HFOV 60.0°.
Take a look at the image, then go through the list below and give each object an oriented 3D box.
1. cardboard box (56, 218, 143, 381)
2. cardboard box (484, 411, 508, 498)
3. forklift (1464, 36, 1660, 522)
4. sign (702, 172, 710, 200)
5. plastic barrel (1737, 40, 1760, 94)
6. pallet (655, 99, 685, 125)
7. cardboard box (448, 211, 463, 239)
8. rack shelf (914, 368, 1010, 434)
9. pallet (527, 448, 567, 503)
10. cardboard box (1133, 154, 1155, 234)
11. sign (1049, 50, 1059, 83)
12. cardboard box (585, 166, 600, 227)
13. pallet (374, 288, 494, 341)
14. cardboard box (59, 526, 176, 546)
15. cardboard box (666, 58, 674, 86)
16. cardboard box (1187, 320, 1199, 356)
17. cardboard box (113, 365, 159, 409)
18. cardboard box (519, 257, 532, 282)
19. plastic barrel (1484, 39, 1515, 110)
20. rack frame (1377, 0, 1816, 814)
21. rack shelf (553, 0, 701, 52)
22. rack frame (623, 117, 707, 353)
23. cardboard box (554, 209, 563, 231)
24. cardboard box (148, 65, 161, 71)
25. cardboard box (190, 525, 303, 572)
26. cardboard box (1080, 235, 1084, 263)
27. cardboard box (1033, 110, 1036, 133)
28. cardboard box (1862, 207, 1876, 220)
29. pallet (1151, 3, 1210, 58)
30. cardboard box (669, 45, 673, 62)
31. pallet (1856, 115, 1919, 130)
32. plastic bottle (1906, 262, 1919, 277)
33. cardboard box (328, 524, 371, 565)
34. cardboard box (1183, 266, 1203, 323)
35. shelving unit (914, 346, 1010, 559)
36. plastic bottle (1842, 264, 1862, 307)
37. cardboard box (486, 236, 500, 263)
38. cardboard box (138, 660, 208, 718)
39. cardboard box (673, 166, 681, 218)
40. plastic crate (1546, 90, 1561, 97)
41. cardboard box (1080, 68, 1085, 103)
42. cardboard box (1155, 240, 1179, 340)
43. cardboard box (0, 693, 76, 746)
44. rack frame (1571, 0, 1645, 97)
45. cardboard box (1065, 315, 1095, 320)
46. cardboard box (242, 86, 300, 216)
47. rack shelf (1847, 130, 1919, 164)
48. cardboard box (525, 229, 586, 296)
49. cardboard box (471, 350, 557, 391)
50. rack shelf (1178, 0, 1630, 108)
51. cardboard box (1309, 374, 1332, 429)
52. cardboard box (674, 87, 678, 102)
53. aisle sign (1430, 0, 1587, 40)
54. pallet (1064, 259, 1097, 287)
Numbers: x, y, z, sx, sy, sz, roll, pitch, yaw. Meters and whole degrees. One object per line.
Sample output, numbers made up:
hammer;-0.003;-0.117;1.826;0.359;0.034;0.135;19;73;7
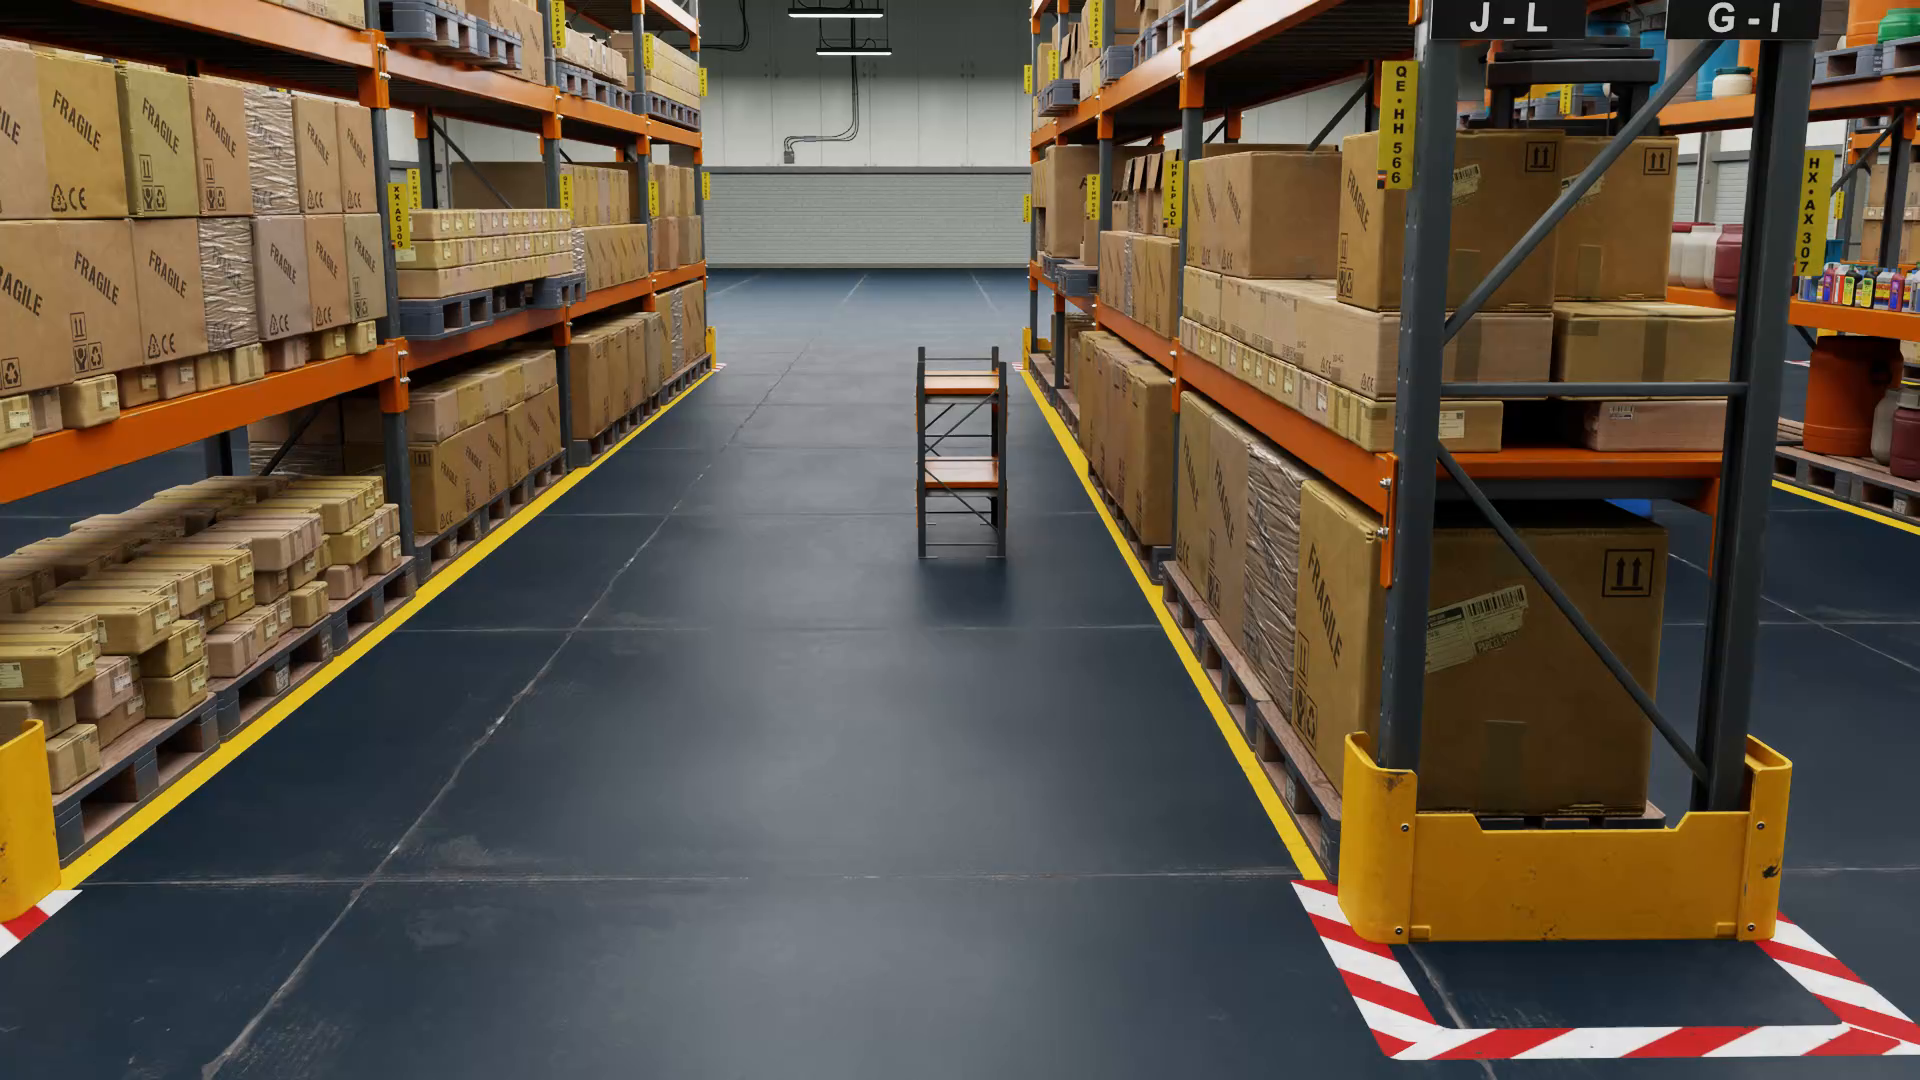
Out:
cardboard box;-3.042;-0.790;5.407;0.500;0.500;0.500;0;11;-1
cardboard box;-3.142;-0.531;10.364;0.500;0.500;0.500;0;11;0
forklift;3.677;-1.569;10.420;1.130;2.935;3.031;3;12;14
sign;-3.060;-4.262;20.014;0.100;0.325;0.005;0;11;-1
plastic barrel;6.662;-3.984;13.527;0.600;0.830;0.708;0;11;-1
pallet;-3.549;-4.615;17.940;1.003;0.211;1.213;0;11;-1
cardboard box;-2.915;-1.703;8.989;0.380;0.149;0.250;0;11;0
rack shelf;0.000;-0.837;9.882;0.538;0.278;1.000;0;11;-1
pallet;-3.423;-0.467;11.828;1.003;0.211;1.213;0;11;-1
cardboard box;1.533;-2.254;10.853;0.797;0.503;0.637;0;11;0
sign;0.898;-4.504;15.869;0.100;0.325;0.005;0;11;-1
cardboard box;-3.473;-2.921;14.146;0.700;0.500;0.500;0;11;-2
pallet;-3.226;-1.252;9.168;1.003;0.211;1.213;0;11;-1
cardboard box;-3.514;0.037;6.948;0.380;0.149;0.250;-1;11;-4
cardboard box;-3.274;-4.880;17.344;0.500;0.250;0.500;0;11;-2
cardboard box;1.285;-0.958;7.869;0.380;0.149;0.250;-1;11;-3
cardboard box;-3.074;-0.550;5.857;0.380;0.149;0.250;0;11;-2
cardboard box;-2.947;-1.720;10.569;0.380;0.149;0.250;0;11;1
plastic barrel;6.447;-5.390;19.400;0.600;0.830;0.708;0;11;-1
rack frame;1.688;-0.398;4.479;1.000;3.000;0.127;0;11;-1
rack shelf;-3.562;-5.573;17.710;1.077;0.370;4.000;0;11;-1
rack frame;-3.603;-3.579;20.155;1.000;3.000;0.127;0;11;-1
cardboard box;-2.967;-2.217;11.523;0.380;0.149;0.250;0;11;-2
cardboard box;-8.179;-4.649;16.512;0.380;0.149;0.250;-1;11;-3
cardboard box;-2.987;0.035;6.960;0.380;0.149;0.250;-1;11;-3
cardboard box;1.219;-2.459;13.918;0.396;0.266;0.258;-1;11;-3
cardboard box;1.109;-4.879;19.396;0.500;0.250;0.500;0;11;1
cardboard box;11.055;-3.907;19.890;0.380;0.149;0.250;0;11;-2
pallet;1.538;-2.752;9.016;0.805;0.209;1.217;-1;11;-3
cardboard box;-3.216;-5.103;17.442;0.380;0.149;0.250;0;11;-1
pallet;11.251;-4.905;19.370;1.003;0.211;1.213;0;11;-1
plastic bottle;6.910;-1.873;12.042;0.061;0.283;0.133;0;11;-1
cardboard box;-2.990;0.020;7.780;0.380;0.149;0.250;-1;11;-3
cardboard box;1.354;-1.171;7.918;0.500;0.250;0.500;0;11;-2
shelving unit;0.000;-0.550;9.941;0.538;1.125;1.048;0;11;-1
plastic bottle;6.127;-1.746;11.413;0.061;0.283;0.133;0;11;-1
cardboard box;-2.930;-1.710;9.772;0.380;0.149;0.250;0;11;1
cardboard box;-2.958;0.535;5.990;0.380;0.149;0.250;0;11;0
cardboard box;-3.514;-3.782;18.063;0.875;0.550;0.500;0;11;-1
plastic crate;6.650;-4.684;18.098;0.392;0.384;0.575;0;11;-1
cardboard box;1.237;-3.677;13.473;0.500;0.250;0.500;0;11;0
cardboard box;1.323;-1.334;8.841;0.500;0.500;0.500;0;11;-1
cardboard box;-3.027;0.542;5.208;0.380;0.149;0.250;0;11;1
rack frame;6.392;-5.744;15.741;1.000;3.000;0.127;0;11;-1
cardboard box;1.401;-2.317;19.166;0.500;0.500;0.500;3;12;14
cardboard box;-3.063;-1.581;6.795;0.500;0.500;0.500;0;11;0
rack shelf;11.303;-4.339;18.167;1.077;0.370;4.000;0;11;-1
cardboard box;-3.177;-2.128;12.752;0.500;0.500;0.500;0;11;-1
cardboard box;-3.162;-1.202;11.784;0.500;0.250;0.500;-1;11;-2
rack shelf;1.647;-1.914;6.212;1.077;0.370;4.000;0;11;-1
cardboard box;1.341;-0.447;5.348;0.380;0.149;0.250;0;11;-1
cardboard box;-3.220;-4.761;17.765;0.380;0.149;0.250;0;11;0
aisle sign;1.390;-1.657;4.144;0.394;0.787;0.004;0;11;-1
pallet;1.441;-2.288;14.275;1.003;0.211;1.213;0;11;-1
